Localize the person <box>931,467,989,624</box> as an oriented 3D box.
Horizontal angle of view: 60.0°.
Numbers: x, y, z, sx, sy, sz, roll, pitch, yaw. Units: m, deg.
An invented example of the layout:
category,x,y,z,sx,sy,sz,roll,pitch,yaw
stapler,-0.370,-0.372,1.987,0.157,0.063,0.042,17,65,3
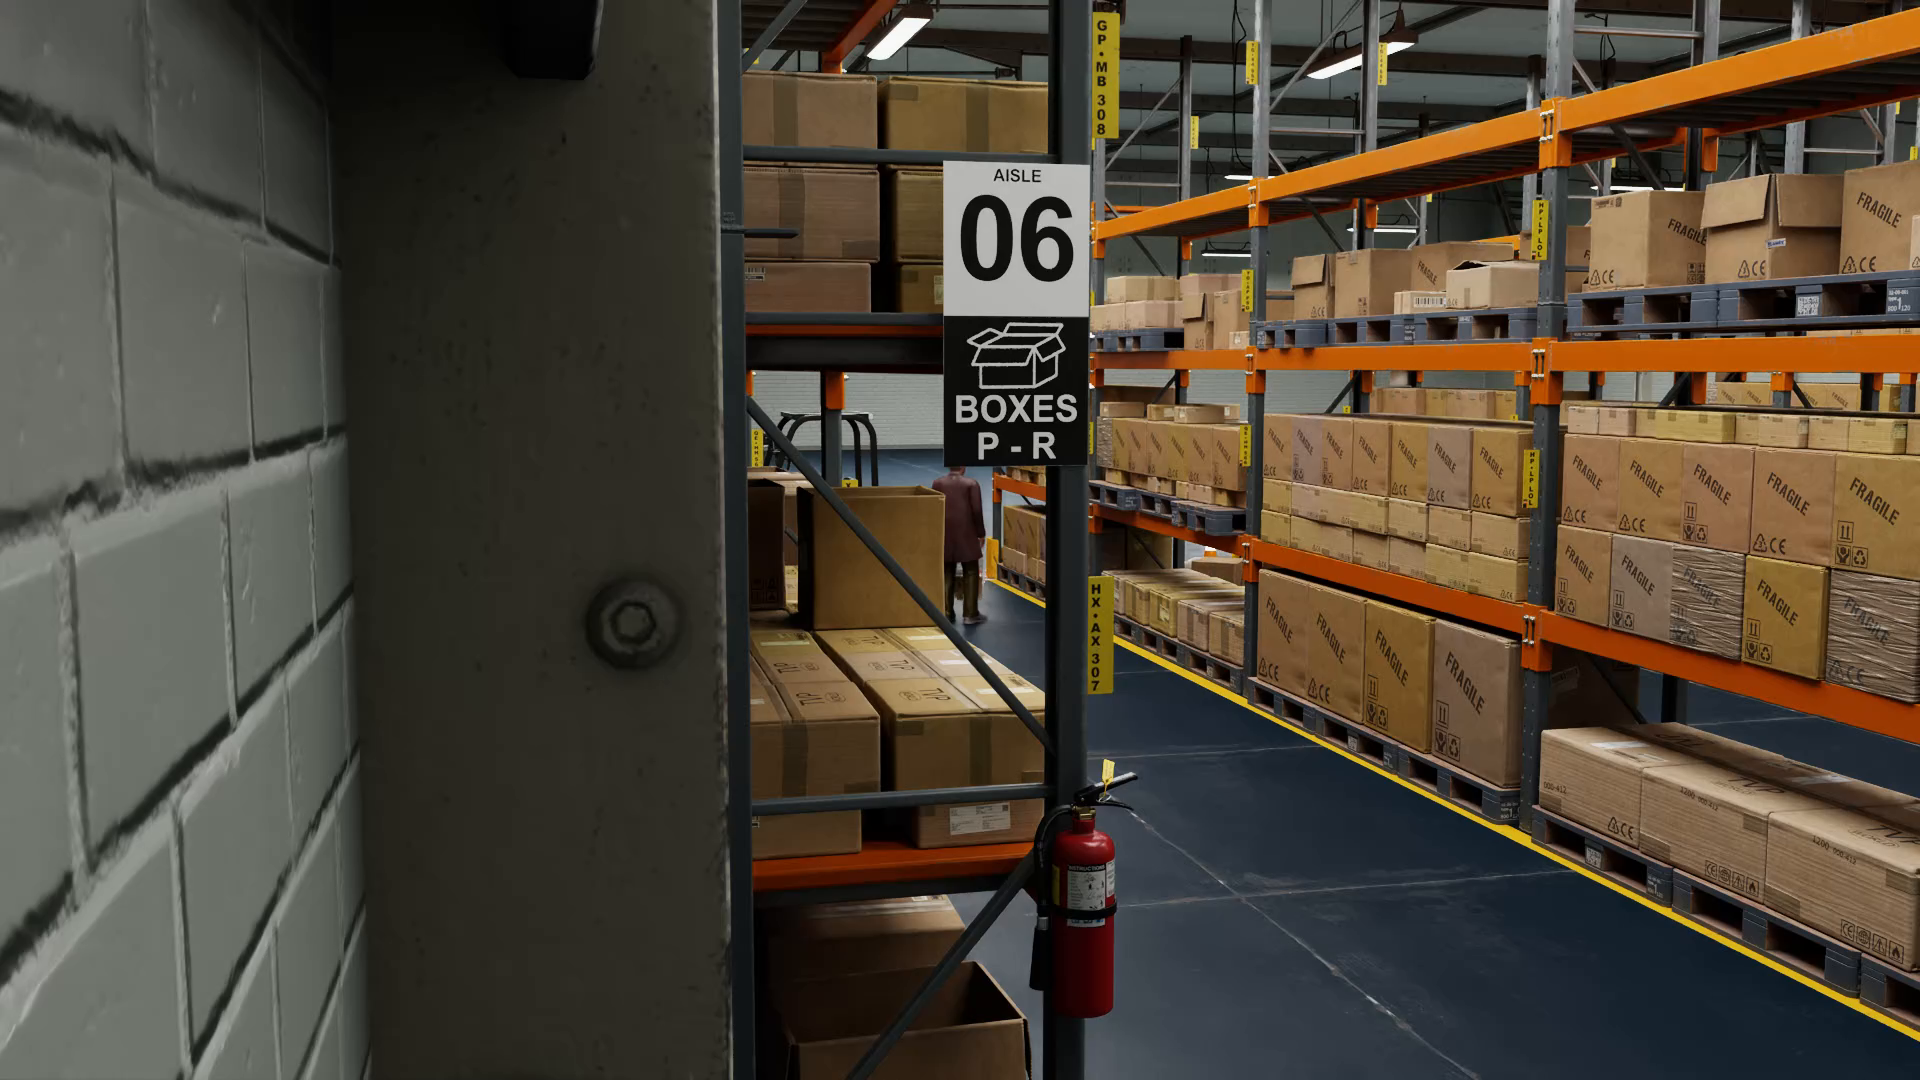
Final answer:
category,x,y,z,sx,sy,sz,roll,pitch,yaw
person,-0.033,-0.021,17.320,0.645,1.772,0.429,2,6,21
